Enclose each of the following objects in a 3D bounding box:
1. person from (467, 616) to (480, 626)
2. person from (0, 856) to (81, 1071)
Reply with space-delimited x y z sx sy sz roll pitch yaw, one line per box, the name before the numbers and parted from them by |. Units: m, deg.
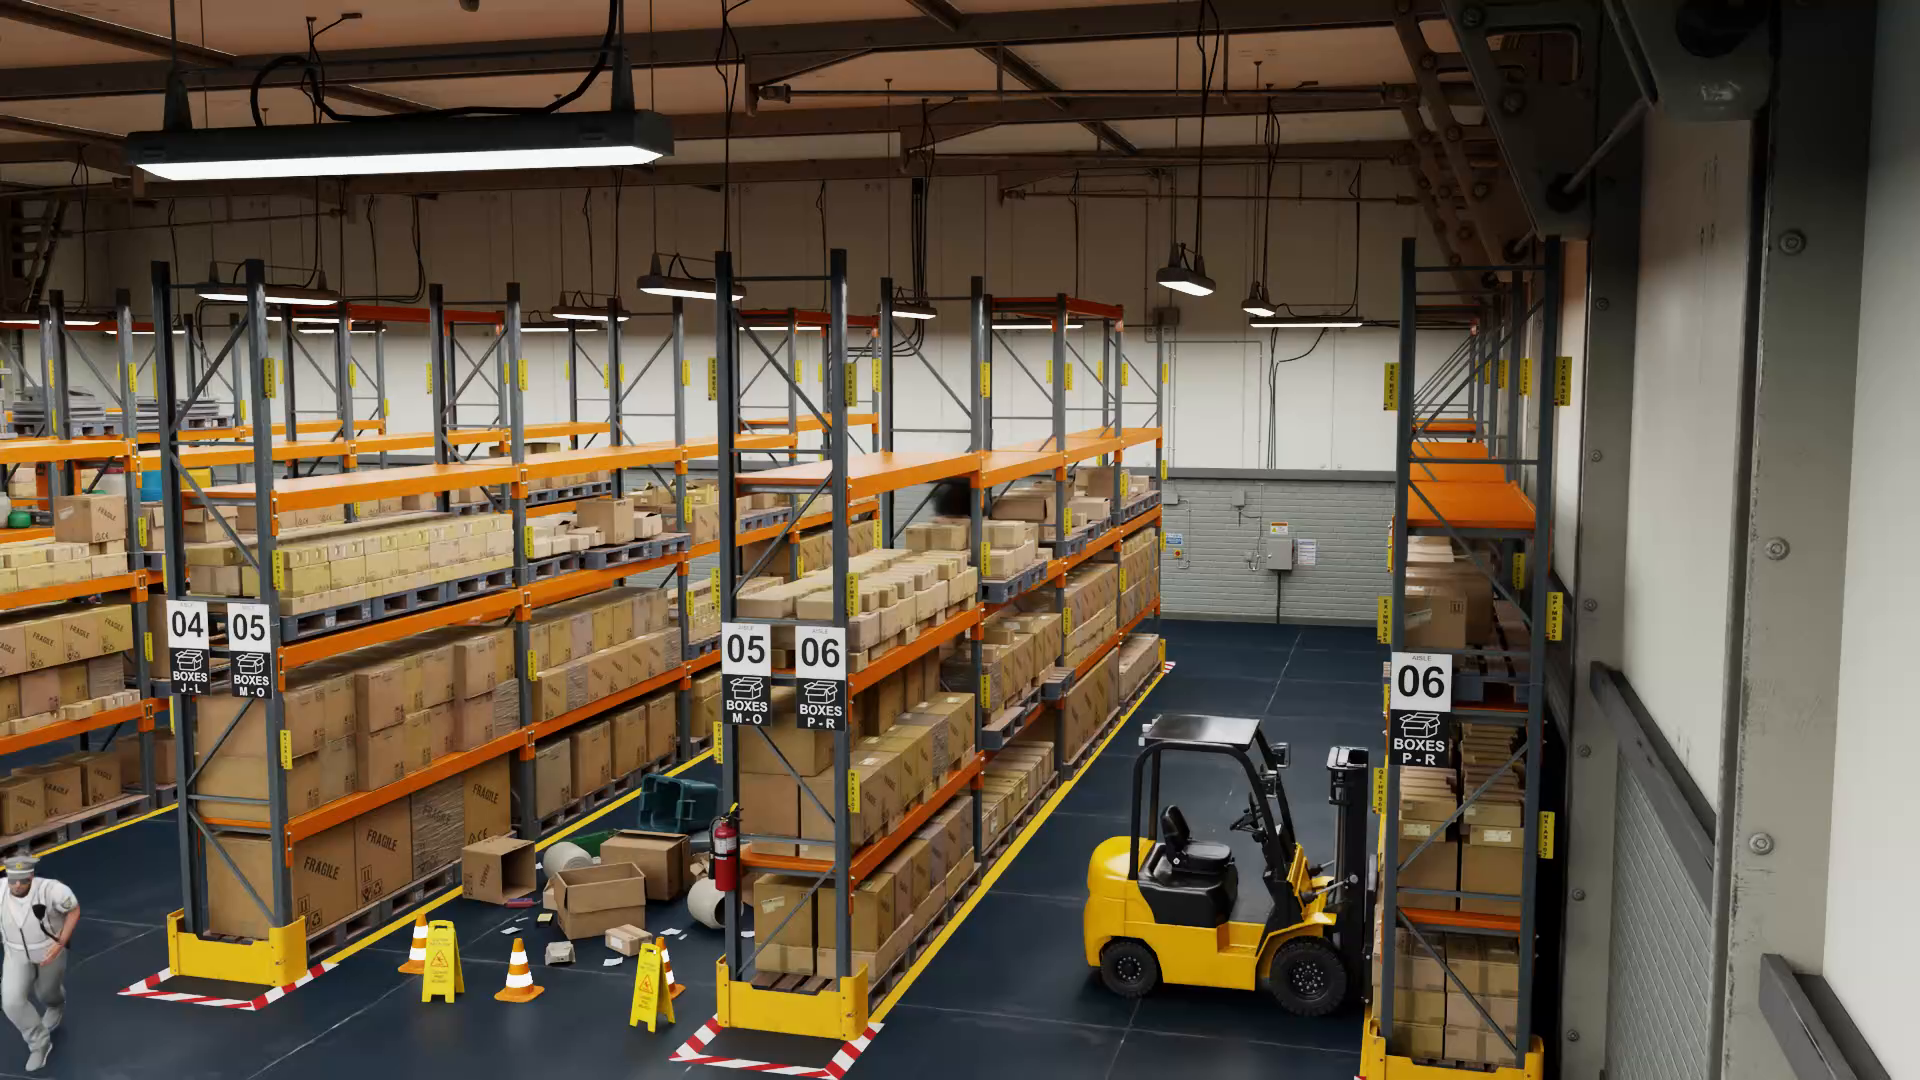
person | -6.799 1.871 23.406 0.648 1.672 0.616 1 6 12
person | -6.899 3.085 12.483 0.657 1.652 1.030 -1 6 -13
